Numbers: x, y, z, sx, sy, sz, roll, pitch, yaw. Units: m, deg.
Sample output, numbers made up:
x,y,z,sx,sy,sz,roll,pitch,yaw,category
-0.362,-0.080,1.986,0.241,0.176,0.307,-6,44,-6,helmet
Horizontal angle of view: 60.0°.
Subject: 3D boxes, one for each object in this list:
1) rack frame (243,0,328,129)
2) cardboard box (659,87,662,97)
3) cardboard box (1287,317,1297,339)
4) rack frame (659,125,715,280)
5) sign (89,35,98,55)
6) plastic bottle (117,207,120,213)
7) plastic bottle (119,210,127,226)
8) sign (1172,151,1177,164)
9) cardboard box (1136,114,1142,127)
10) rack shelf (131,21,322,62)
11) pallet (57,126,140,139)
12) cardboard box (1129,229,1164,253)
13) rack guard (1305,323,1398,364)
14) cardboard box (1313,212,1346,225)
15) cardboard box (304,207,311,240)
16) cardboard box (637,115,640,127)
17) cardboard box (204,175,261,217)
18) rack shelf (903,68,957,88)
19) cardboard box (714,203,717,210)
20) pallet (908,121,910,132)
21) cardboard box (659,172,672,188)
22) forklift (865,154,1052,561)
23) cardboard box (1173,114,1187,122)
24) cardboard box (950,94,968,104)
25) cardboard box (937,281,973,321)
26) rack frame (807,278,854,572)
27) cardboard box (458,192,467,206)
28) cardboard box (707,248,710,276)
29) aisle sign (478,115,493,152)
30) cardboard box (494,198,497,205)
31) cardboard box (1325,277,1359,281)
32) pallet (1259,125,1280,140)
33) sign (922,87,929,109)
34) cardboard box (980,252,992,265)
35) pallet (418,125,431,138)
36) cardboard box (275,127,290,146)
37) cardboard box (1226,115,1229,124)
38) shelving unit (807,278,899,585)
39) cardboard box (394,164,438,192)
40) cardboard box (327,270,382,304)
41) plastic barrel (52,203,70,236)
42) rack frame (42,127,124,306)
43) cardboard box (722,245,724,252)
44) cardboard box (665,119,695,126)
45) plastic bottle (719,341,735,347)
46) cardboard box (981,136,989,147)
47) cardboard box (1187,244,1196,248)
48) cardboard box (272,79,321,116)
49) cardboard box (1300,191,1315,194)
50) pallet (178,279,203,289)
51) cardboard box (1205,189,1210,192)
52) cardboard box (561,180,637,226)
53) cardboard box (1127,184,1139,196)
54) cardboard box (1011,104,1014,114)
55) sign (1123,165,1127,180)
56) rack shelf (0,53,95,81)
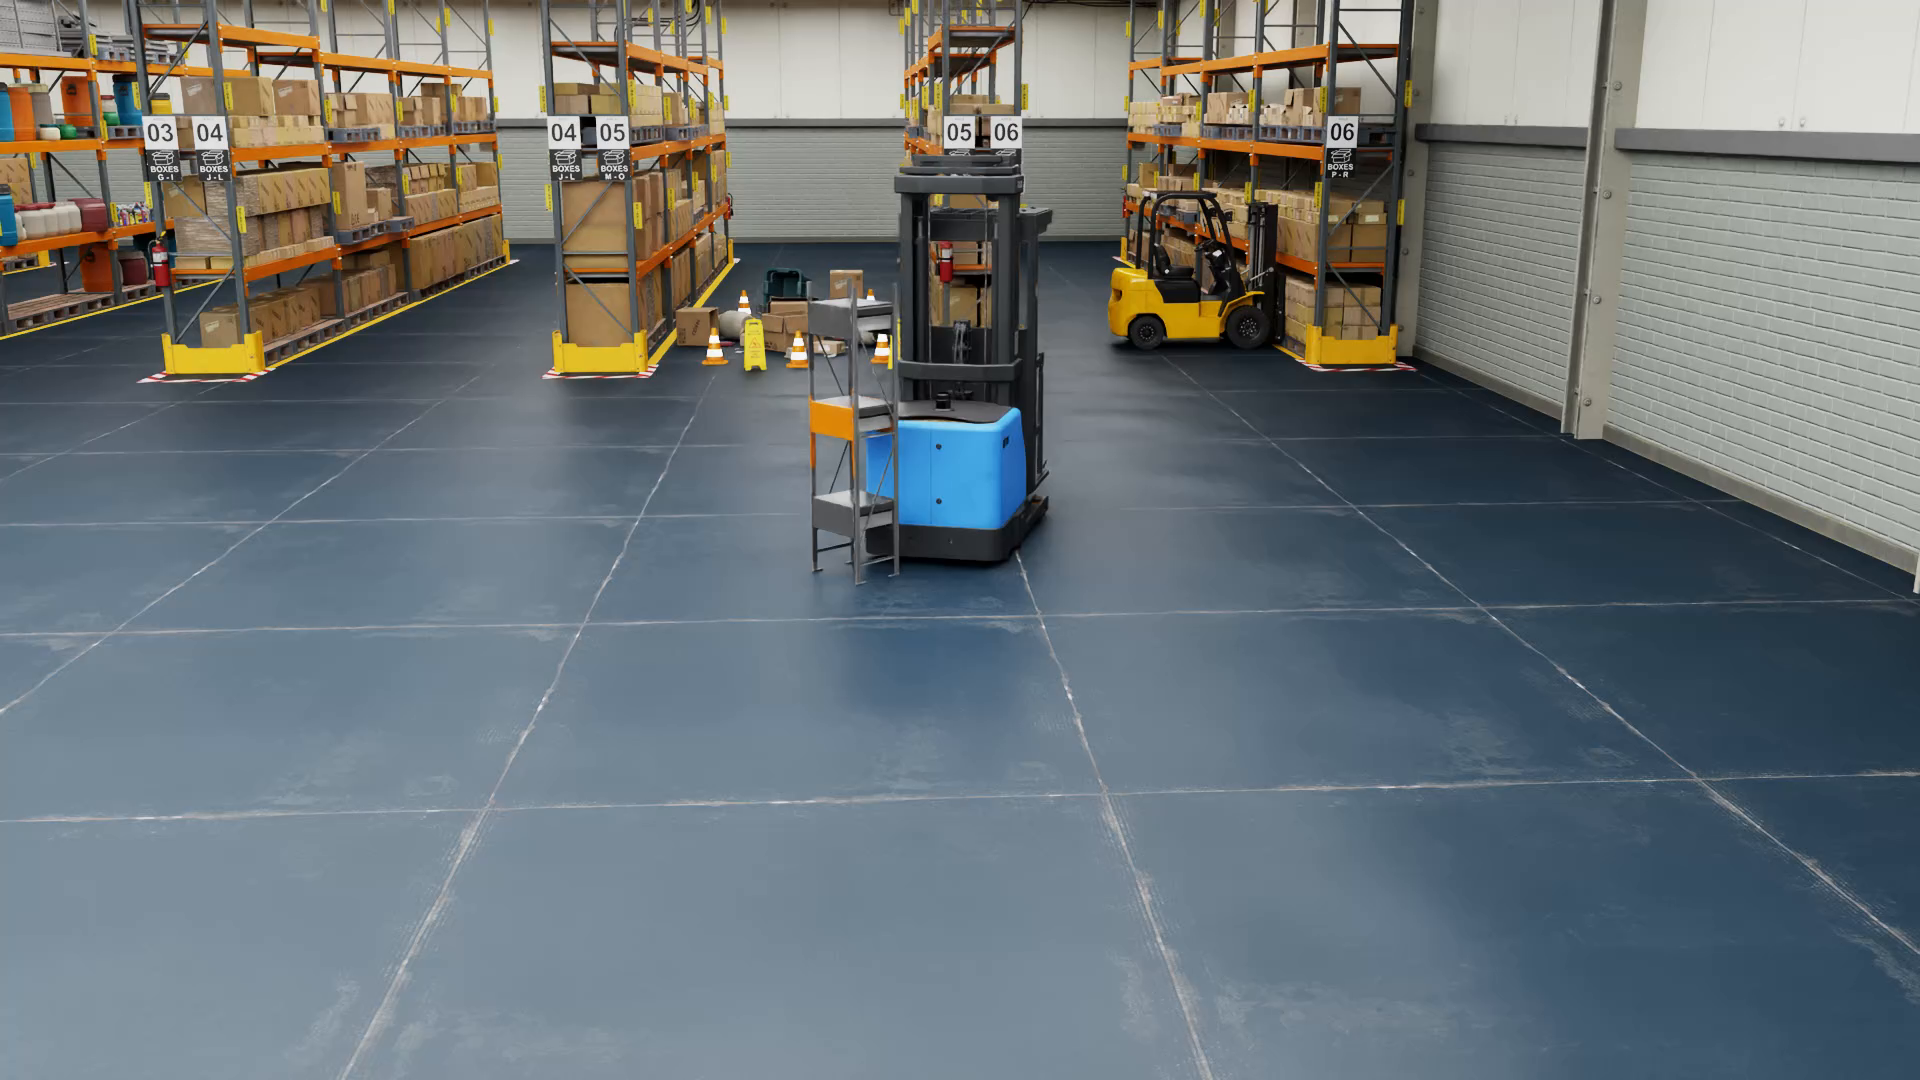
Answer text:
x,y,z,sx,sy,sz,roll,pitch,yaw,category
-9.861,-7.515,24.174,1.000,3.000,0.127,-1,14,-3,rack frame
-4.563,-6.544,24.280,0.380,0.149,0.250,-1,14,-4,cardboard box
4.866,-2.953,23.158,0.500,0.250,0.500,-1,14,-3,cardboard box
-5.399,-6.650,32.854,1.000,3.000,0.127,-1,14,-3,rack frame
-14.503,-8.287,27.823,0.100,0.325,0.005,-1,14,-3,sign
-15.444,-5.976,30.490,0.097,0.271,0.097,0,14,0,plastic bottle
-14.731,-5.666,29.263,0.061,0.283,0.133,-1,14,-3,plastic bottle
4.796,-8.542,37.247,0.100,0.325,0.005,-1,14,-3,sign
4.067,-8.980,35.594,0.500,0.250,0.500,-1,14,-5,cardboard box
-9.737,-6.667,22.331,1.077,0.370,4.000,-1,14,-3,rack shelf
-15.002,-7.081,28.885,1.003,0.211,1.213,-1,14,-3,pallet
4.184,-6.665,37.078,0.797,0.503,0.637,-1,15,-6,cardboard box
5.234,-2.629,22.239,1.175,0.500,0.348,-1,14,-3,rack guard
4.931,-4.290,22.176,0.380,0.149,0.250,-1,14,-3,cardboard box
-9.899,-4.564,23.948,0.875,0.500,0.500,-1,14,-3,cardboard box
-4.389,-5.465,21.687,0.380,0.149,0.250,-1,14,-3,cardboard box
-9.375,-4.432,21.429,0.500,0.500,0.500,-1,14,-3,cardboard box
-0.589,-9.613,34.574,1.077,0.370,4.000,-1,14,-3,rack shelf
-5.211,-6.864,34.189,0.380,0.149,0.250,-1,14,-2,cardboard box
-0.578,-8.668,34.854,1.003,0.211,1.213,-1,14,-3,pallet
-5.035,-5.696,26.937,0.700,0.500,0.500,-1,14,-4,cardboard box
0.117,-1.586,13.310,1.130,2.935,3.031,3,15,12,forklift
4.231,-7.950,31.346,0.380,0.149,0.250,-1,14,-2,cardboard box
-0.133,-6.730,25.599,0.500,0.250,0.500,-1,14,-2,cardboard box
-0.067,-3.327,23.109,0.500,0.500,0.500,0,14,-1,cardboard box
-0.923,-0.820,11.991,0.400,2.100,0.015,-13,20,-42,rack frame
-10.124,-6.791,33.106,0.500,0.250,0.500,-1,14,-4,cardboard box
-5.071,-5.335,31.917,0.500,0.500,0.500,-1,14,-5,cardboard box
-10.309,-8.875,36.284,0.394,0.787,0.004,-1,14,-3,aisle sign
-10.236,-7.324,35.976,0.380,0.149,0.250,-1,14,-3,cardboard box
5.336,-3.572,23.559,0.500,0.250,0.500,-1,14,-4,cardboard box
5.063,-6.038,24.632,1.003,0.211,1.213,-1,14,-3,pallet
-0.523,-6.647,24.992,0.100,0.325,0.005,-1,14,-3,sign
0.464,-3.734,22.022,0.380,0.149,0.250,-1,14,-3,cardboard box
-10.273,-7.403,30.137,1.003,0.211,1.213,0,14,-1,pallet
-9.487,-5.499,22.661,0.500,0.250,0.500,0,14,-2,cardboard box
4.565,-6.883,27.200,0.380,0.149,0.250,-1,14,-4,cardboard box
-0.755,-0.775,11.820,0.431,2.100,0.503,-13,20,-42,shelving unit
-10.277,-6.804,31.236,0.797,0.503,0.637,-1,14,-3,cardboard box
-9.958,-4.162,27.315,0.700,0.500,0.500,0,14,1,cardboard box
-14.749,-5.225,27.088,0.421,0.512,0.421,0,14,0,plastic barrel
-15.052,-5.528,28.491,1.000,3.000,0.127,-1,14,-3,rack frame
-5.251,-6.227,35.491,0.380,0.149,0.250,-1,14,-3,cardboard box
-4.921,-7.303,29.169,0.500,0.500,0.500,-1,14,-3,cardboard box
-3.372,-2.812,23.832,0.283,0.061,0.133,-6,16,-23,plastic bottle
0.476,-5.250,21.896,0.380,0.149,0.250,-1,14,-5,cardboard box
4.462,-5.460,31.101,0.380,0.149,0.250,0,14,-2,cardboard box
-9.578,-6.389,24.016,0.500,0.500,0.500,-1,14,-5,cardboard box
5.310,-5.143,24.896,0.380,0.149,0.250,-1,14,-4,cardboard box
-15.293,-4.979,31.956,1.003,0.211,1.213,-1,14,-3,pallet
4.480,-6.047,29.007,0.380,0.149,0.250,-1,14,-2,cardboard box
-4.640,-4.354,21.463,0.875,0.550,0.550,-1,14,-3,cardboard box
4.000,-7.779,36.943,0.500,0.250,0.500,-1,14,-3,cardboard box
0.533,-5.765,22.299,0.380,0.149,0.250,-1,14,-4,cardboard box
3.699,-8.235,37.276,0.100,0.325,0.005,-1,14,-3,sign
-14.928,-7.394,25.949,1.077,0.370,4.000,-1,14,-3,rack shelf
